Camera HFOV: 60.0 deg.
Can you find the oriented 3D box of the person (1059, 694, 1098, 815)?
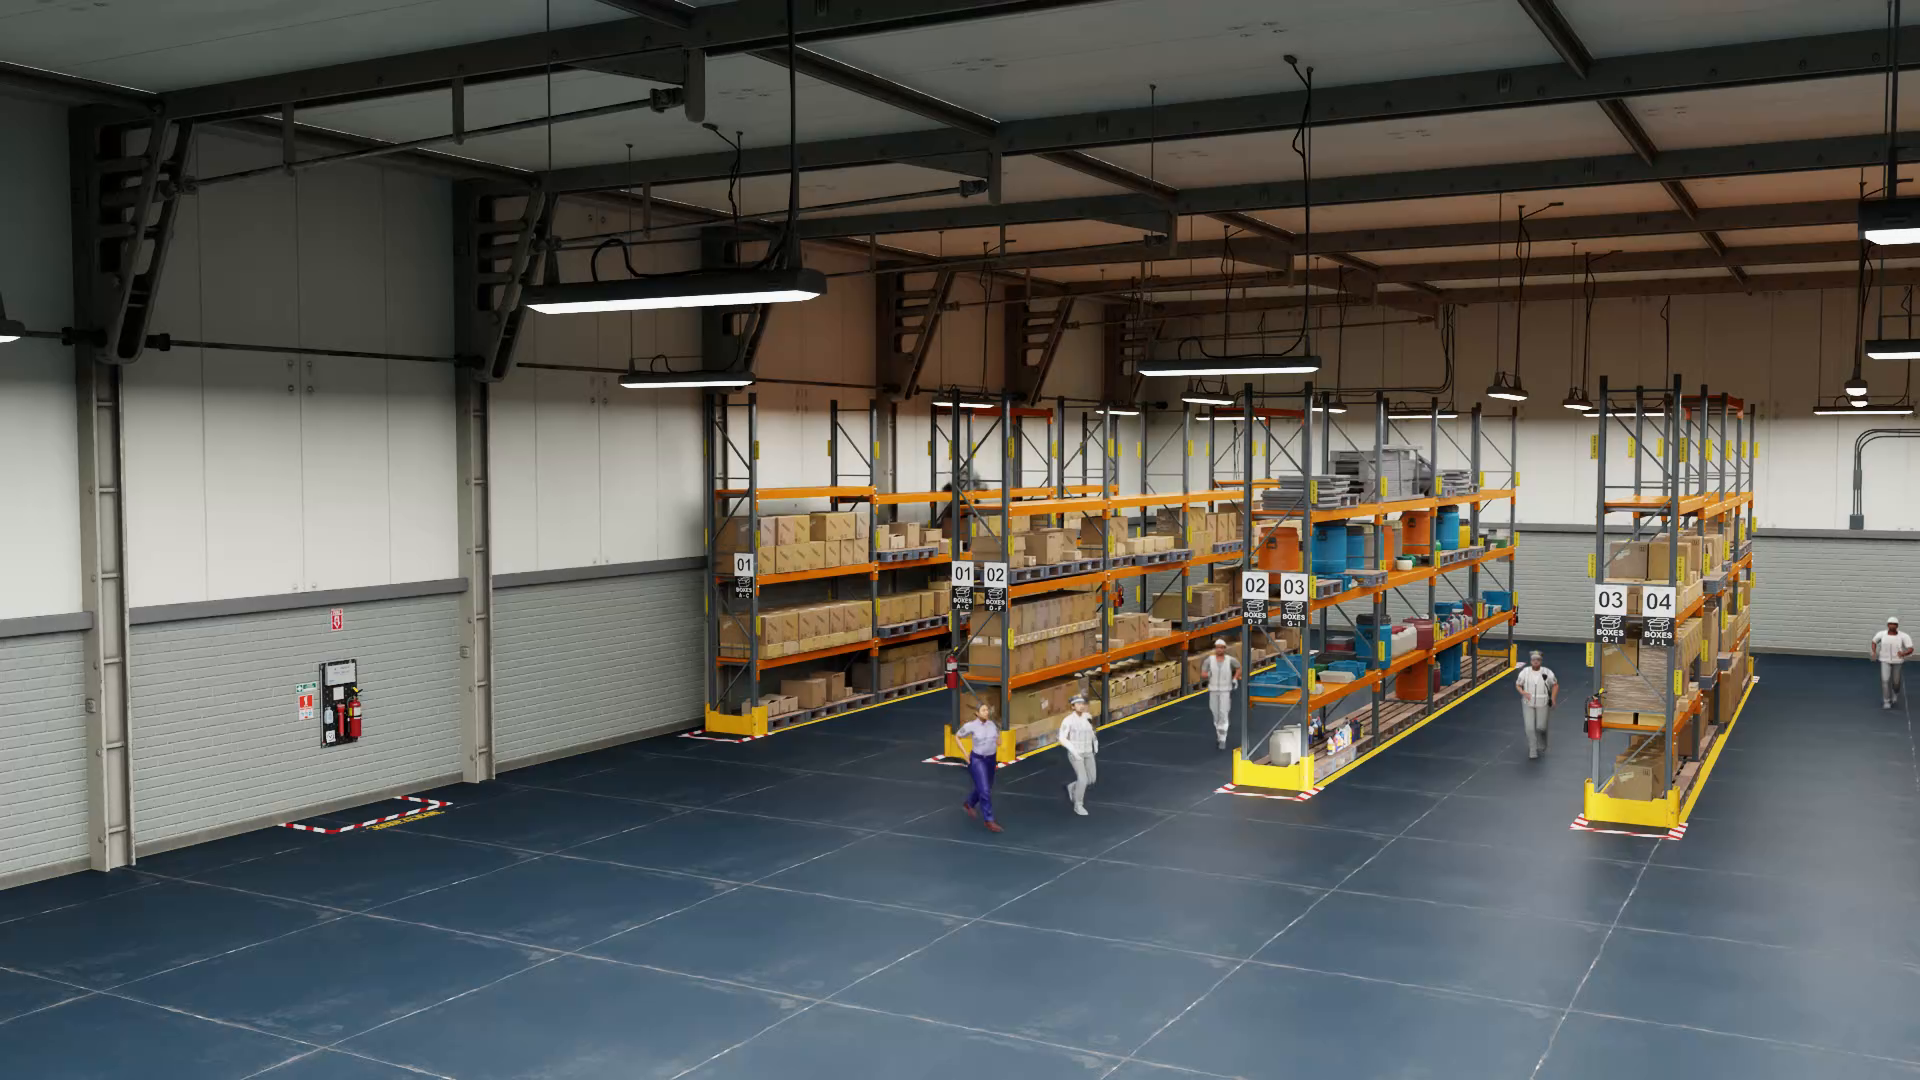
[{"bbox_3d":[1.644,2.939,22.972,0.618,1.668,0.491,-2,4,-31],"label":"person"}]

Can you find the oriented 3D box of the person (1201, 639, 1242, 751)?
[{"bbox_3d":[4.379,2.585,27.994,0.638,1.840,0.774,1,3,19],"label":"person"}]

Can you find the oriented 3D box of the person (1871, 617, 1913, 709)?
[{"bbox_3d":[18.071,2.363,32.257,0.723,1.751,0.960,2,4,32],"label":"person"}]

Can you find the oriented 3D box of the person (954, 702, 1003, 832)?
[{"bbox_3d":[0.297,2.976,22.033,0.603,1.631,0.921,-3,4,-41],"label":"person"}]

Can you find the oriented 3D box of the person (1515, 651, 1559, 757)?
[{"bbox_3d":[9.383,2.671,27.082,0.658,1.743,0.591,1,3,22],"label":"person"}]
